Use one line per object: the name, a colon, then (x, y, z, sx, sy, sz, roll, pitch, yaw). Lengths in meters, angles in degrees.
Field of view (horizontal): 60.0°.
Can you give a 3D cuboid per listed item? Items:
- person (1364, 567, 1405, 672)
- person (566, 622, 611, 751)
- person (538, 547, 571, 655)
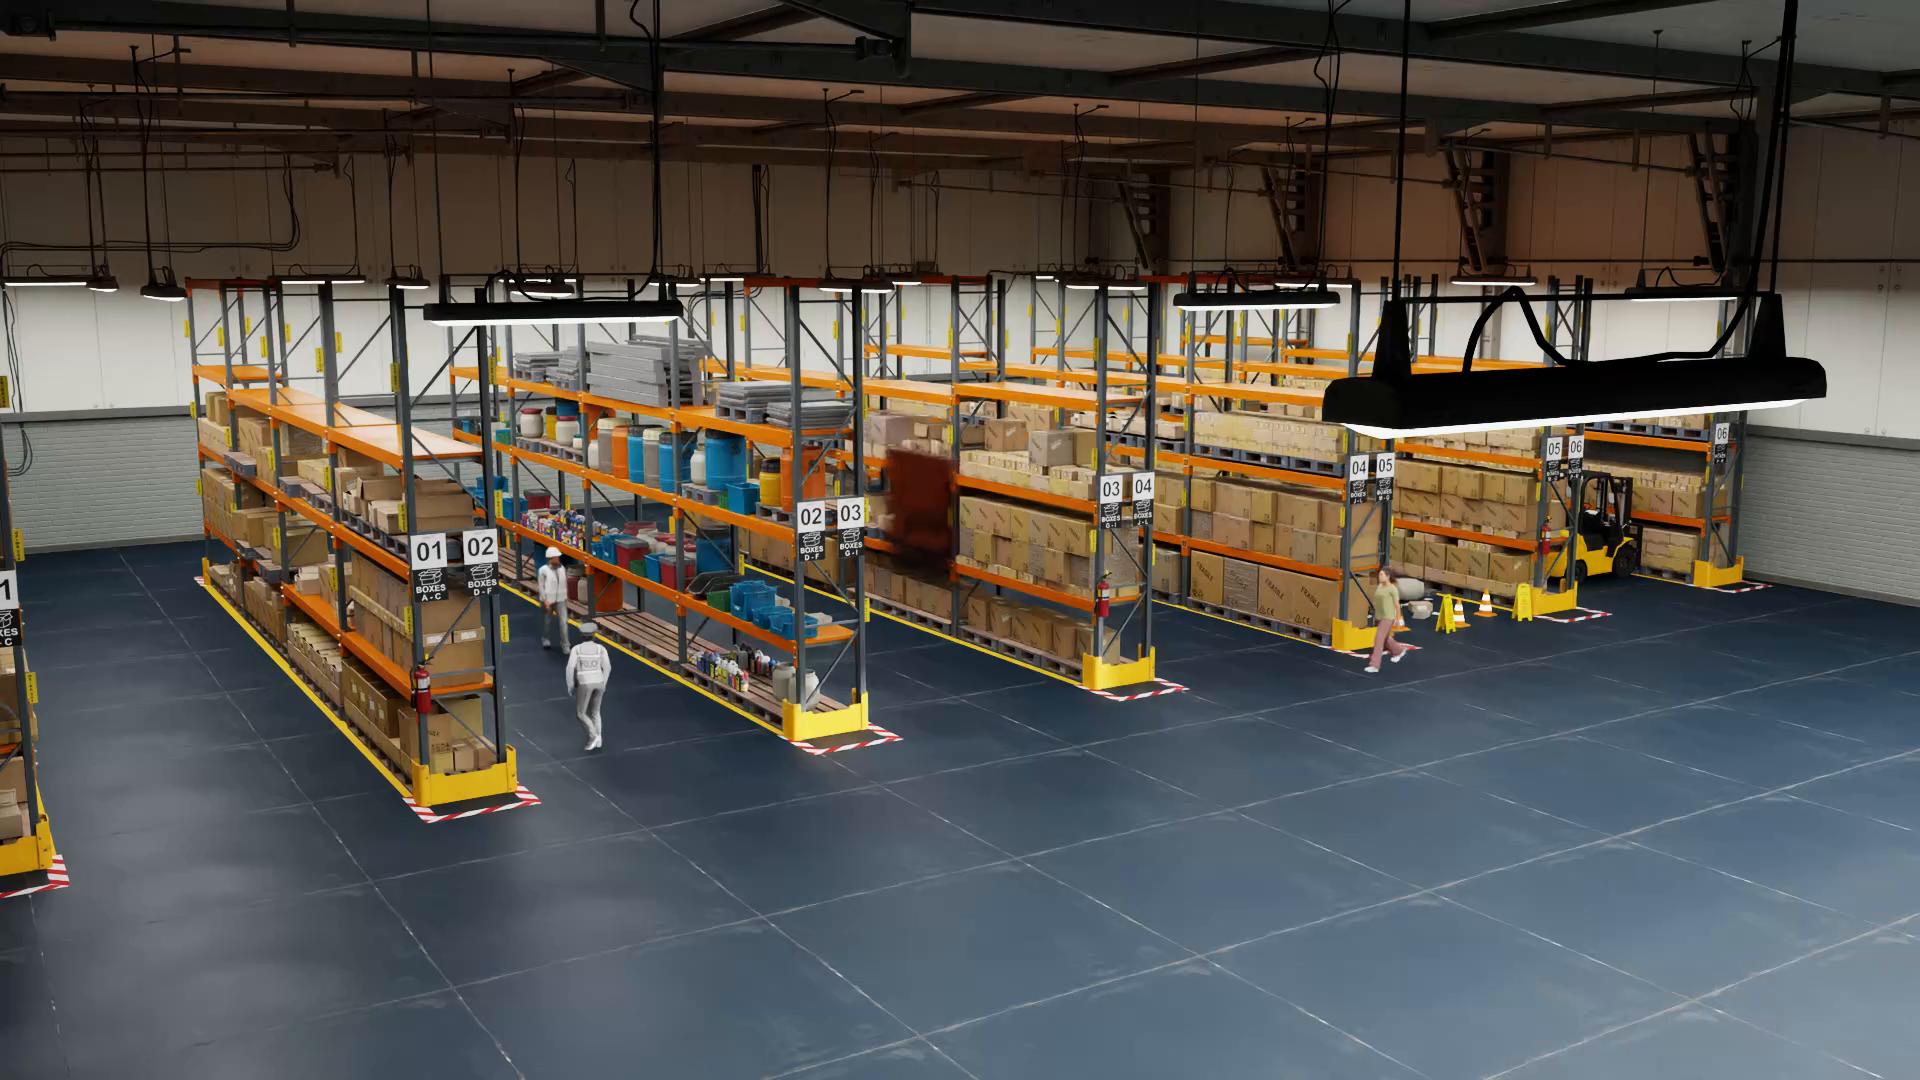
person: (6.648, 1.217, 25.836, 1.002, 1.625, 0.448, -6, 11, -32)
person: (-4.809, 1.930, 21.716, 0.571, 1.613, 0.655, -6, 11, -32)
person: (-6.603, 0.964, 26.996, 0.525, 1.713, 1.069, -5, 11, -29)
